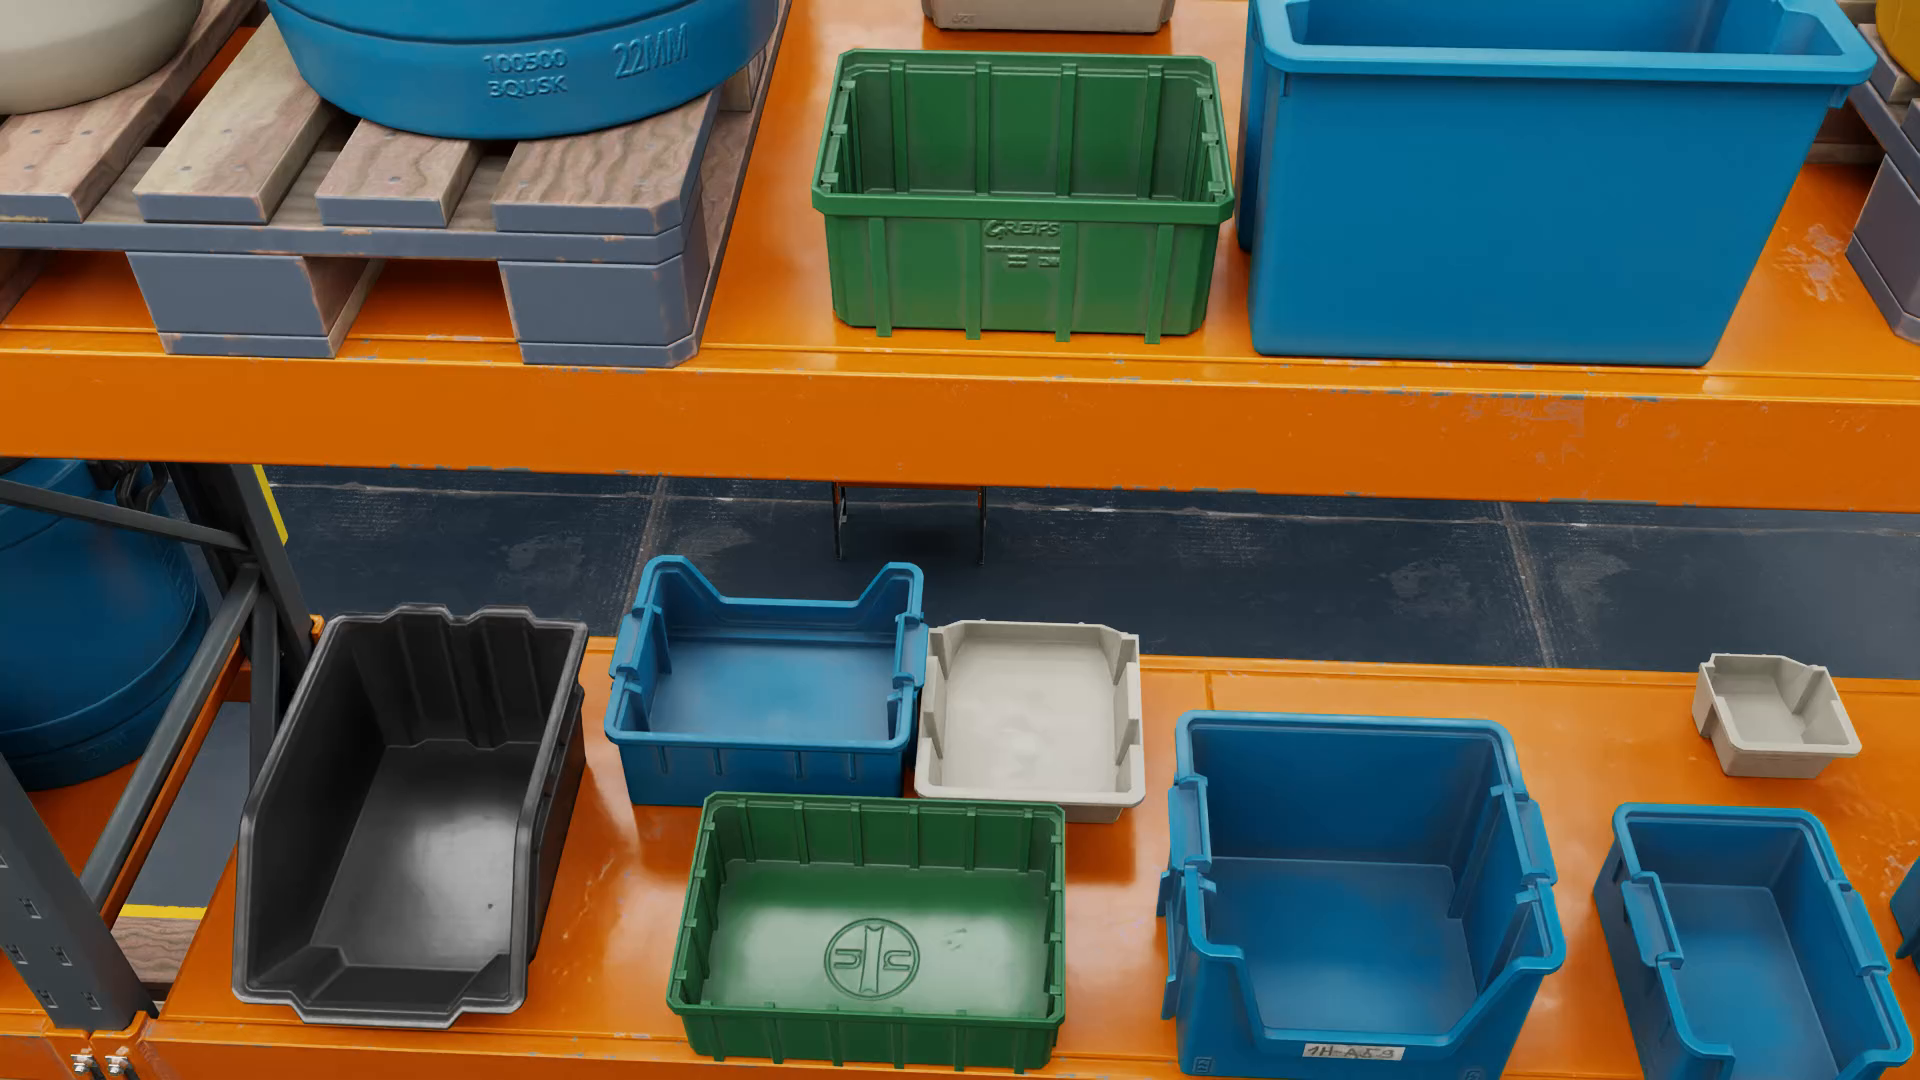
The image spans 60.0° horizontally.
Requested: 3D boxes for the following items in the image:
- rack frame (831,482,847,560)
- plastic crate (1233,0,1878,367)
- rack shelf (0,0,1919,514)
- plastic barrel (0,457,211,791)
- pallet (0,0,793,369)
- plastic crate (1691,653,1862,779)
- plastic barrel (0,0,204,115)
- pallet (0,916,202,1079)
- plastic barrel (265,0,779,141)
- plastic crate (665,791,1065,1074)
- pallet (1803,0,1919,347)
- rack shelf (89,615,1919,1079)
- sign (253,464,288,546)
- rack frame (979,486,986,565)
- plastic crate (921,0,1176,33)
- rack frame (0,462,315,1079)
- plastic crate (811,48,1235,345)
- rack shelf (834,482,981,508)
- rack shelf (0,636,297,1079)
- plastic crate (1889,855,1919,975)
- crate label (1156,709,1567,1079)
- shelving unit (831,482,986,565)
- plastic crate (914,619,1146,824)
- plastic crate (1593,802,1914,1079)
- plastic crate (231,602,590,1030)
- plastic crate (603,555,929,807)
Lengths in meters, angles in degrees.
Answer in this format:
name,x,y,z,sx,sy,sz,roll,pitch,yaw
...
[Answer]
name,x,y,z,sx,sy,sz,roll,pitch,yaw
rack frame,-0.409,-0.452,5.355,0.015,1.200,0.240,2,43,2
plastic crate,0.586,-0.439,1.832,0.575,0.384,0.392,2,43,2
rack shelf,0.507,-0.389,2.295,4.000,0.370,1.077,2,43,2
plastic barrel,-1.864,-0.018,3.201,0.708,0.901,0.600,2,43,2
pallet,-0.766,-0.689,2.227,1.003,0.211,1.213,2,43,2
plastic crate,1.625,0.356,3.360,0.250,0.136,0.298,2,43,2
plastic barrel,-1.070,-0.762,1.776,0.421,0.512,0.421,0,43,0
pallet,-2.278,1.406,4.086,1.213,0.211,1.003,2,43,2
plastic barrel,-0.502,-0.948,1.690,0.708,0.901,0.600,2,43,2
plastic crate,-0.148,0.695,2.959,0.662,0.188,0.450,2,43,2
pallet,1.682,-0.614,2.147,1.213,0.211,1.003,2,43,2
rack shelf,0.507,0.708,3.317,4.000,0.370,1.077,2,43,2
sign,-1.456,-0.092,3.445,0.005,0.325,0.100,2,43,2
rack frame,0.078,-0.437,5.338,0.015,1.200,0.240,2,43,2
plastic crate,0.130,-0.844,2.448,0.396,0.136,0.243,2,43,2
rack frame,-1.491,0.384,3.138,0.127,3.000,1.000,2,43,2
plastic crate,0.073,-0.403,1.936,0.450,0.188,0.336,2,43,2
rack shelf,-0.165,-0.250,5.528,0.480,0.148,0.258,2,43,2
rack shelf,-3.489,0.585,3.449,4.000,0.370,1.077,2,43,2
plastic crate,1.991,0.749,2.854,0.616,0.251,0.499,2,43,2
crate label,0.654,0.621,2.857,0.616,0.435,0.502,2,43,2
shelving unit,-0.165,-0.444,5.346,0.503,1.200,0.258,2,43,2
plastic crate,0.142,0.357,3.359,0.437,0.136,0.530,2,43,2
plastic crate,1.343,0.725,2.880,0.408,0.251,0.499,2,43,2
plastic crate,-0.974,0.509,3.049,0.504,0.338,0.767,2,43,2
plastic crate,-0.374,0.287,3.350,0.616,0.251,0.499,2,43,2
